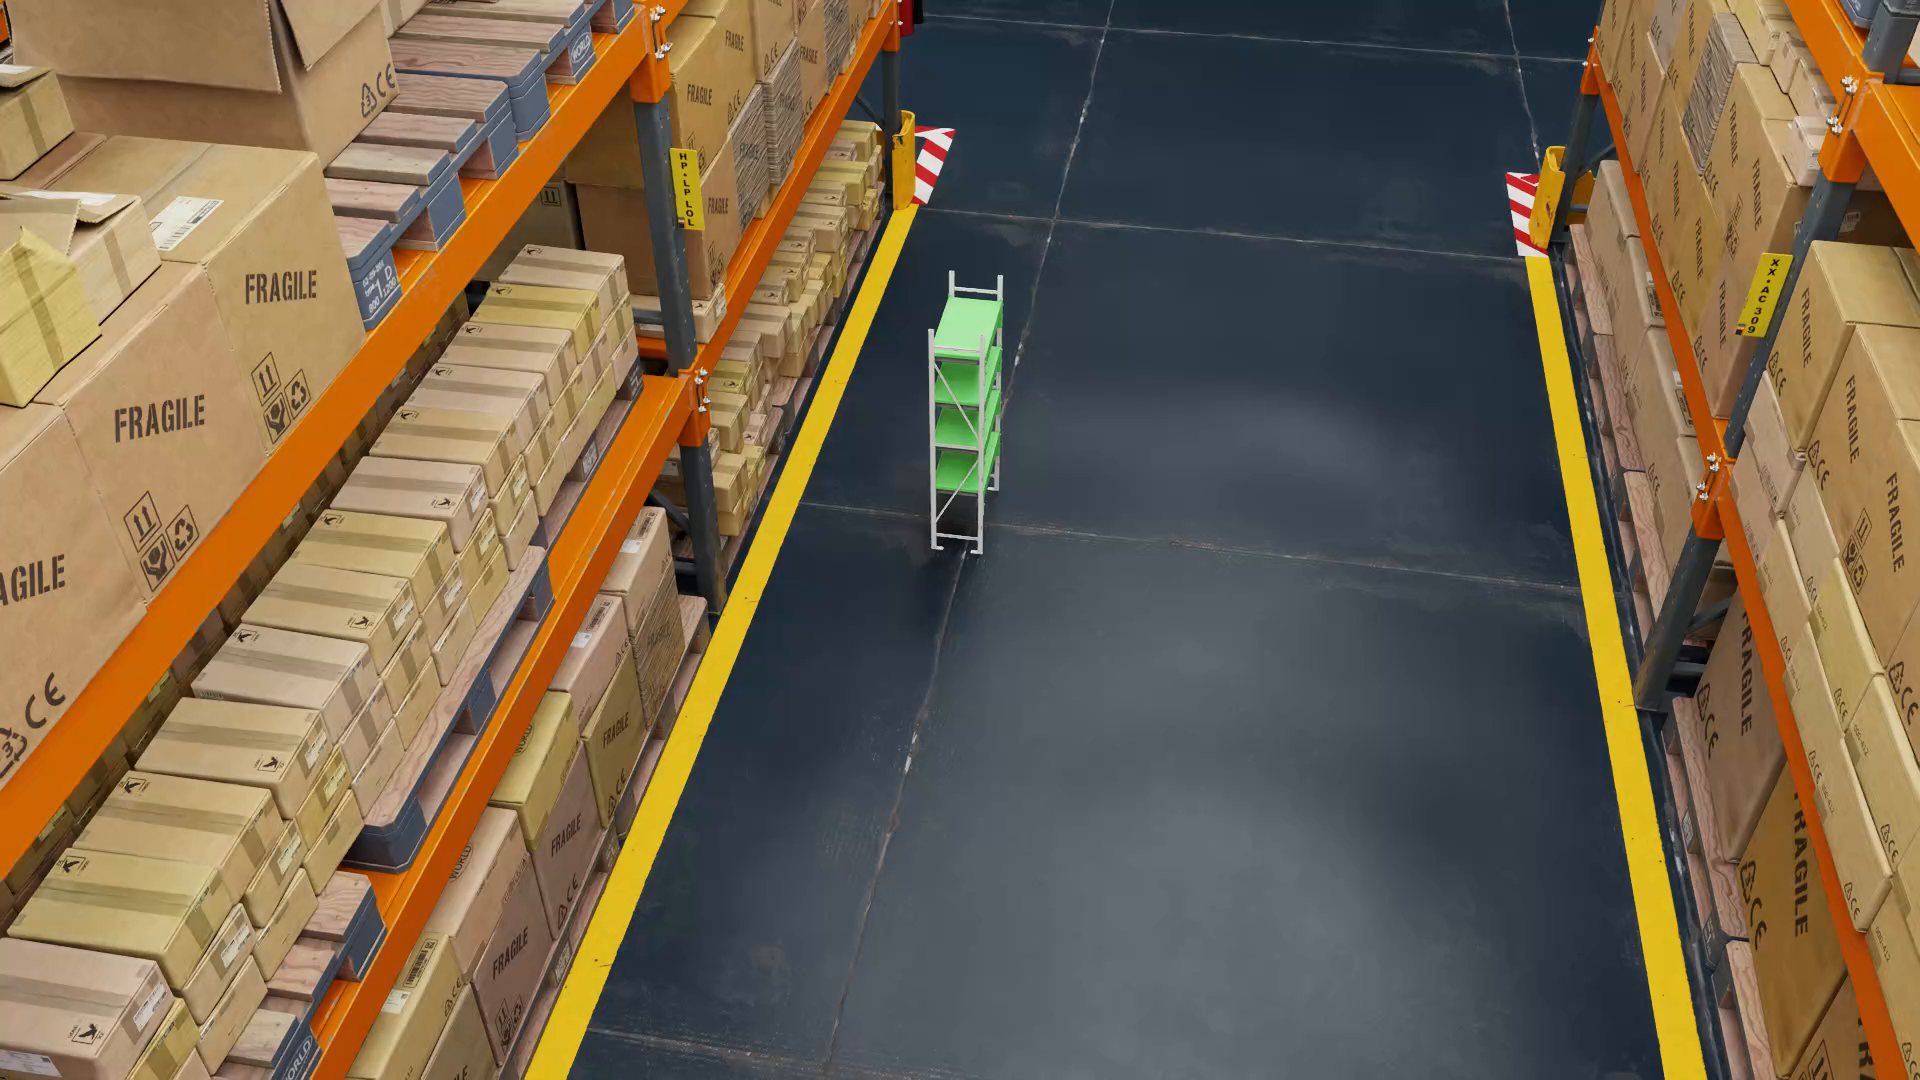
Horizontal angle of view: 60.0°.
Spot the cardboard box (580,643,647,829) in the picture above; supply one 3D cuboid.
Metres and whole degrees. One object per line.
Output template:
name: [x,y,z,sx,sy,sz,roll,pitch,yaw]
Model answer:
cardboard box: [-1.523,0.709,6.267,0.500,0.500,0.500,6,40,7]

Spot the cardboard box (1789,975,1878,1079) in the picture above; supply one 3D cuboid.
cardboard box: [3.006,1.759,4.703,0.875,0.875,0.875,7,40,8]

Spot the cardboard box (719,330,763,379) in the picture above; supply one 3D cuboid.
cardboard box: [-1.167,-0.889,8.009,0.380,0.149,0.250,5,40,7]

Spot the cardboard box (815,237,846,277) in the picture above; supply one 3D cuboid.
cardboard box: [-0.837,-1.579,9.077,0.380,0.149,0.250,7,40,8]

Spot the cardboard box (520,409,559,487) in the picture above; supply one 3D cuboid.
cardboard box: [-1.562,-0.322,5.516,0.380,0.149,0.250,5,40,6]

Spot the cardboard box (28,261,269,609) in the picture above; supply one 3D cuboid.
cardboard box: [-1.806,-0.235,3.344,0.500,0.500,0.500,6,40,8]

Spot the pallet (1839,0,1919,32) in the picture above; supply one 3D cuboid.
pallet: [3.490,-2.059,5.698,1.003,0.211,1.213,6,40,8]

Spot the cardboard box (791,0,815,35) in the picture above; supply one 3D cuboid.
cardboard box: [-0.954,-2.663,7.618,0.500,0.500,0.500,5,40,6]

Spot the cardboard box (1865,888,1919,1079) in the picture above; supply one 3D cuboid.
cardboard box: [2.654,1.161,4.206,0.500,0.250,0.500,6,40,7]

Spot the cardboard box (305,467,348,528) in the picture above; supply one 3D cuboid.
cardboard box: [-2.253,-0.127,5.514,0.380,0.149,0.250,5,40,6]

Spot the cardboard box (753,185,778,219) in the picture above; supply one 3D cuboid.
cardboard box: [-1.056,-1.616,7.645,0.380,0.149,0.250,7,40,8]

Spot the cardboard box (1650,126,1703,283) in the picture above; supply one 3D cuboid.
cardboard box: [3.323,-1.423,7.135,0.500,0.500,0.500,6,40,7]

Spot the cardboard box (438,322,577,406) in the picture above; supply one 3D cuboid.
cardboard box: [-1.524,-0.597,5.616,0.380,0.149,0.250,5,40,6]

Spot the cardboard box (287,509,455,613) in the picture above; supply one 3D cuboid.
cardboard box: [-1.703,0.059,4.822,0.380,0.149,0.250,6,40,7]

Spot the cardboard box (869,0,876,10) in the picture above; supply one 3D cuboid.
cardboard box: [-0.686,-3.260,9.124,0.500,0.500,0.500,7,40,9]

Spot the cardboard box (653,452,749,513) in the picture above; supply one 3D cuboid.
cardboard box: [-1.176,-0.277,7.502,0.380,0.149,0.250,8,40,10]

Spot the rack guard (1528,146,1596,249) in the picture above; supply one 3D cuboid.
rack guard: [4.035,-1.986,9.857,1.175,0.500,0.348,6,40,8]

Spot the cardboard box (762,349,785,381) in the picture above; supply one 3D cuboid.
cardboard box: [-1.094,-0.941,8.306,0.380,0.149,0.250,8,40,10]

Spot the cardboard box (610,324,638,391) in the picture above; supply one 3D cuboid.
cardboard box: [-1.428,-0.701,6.208,0.380,0.149,0.250,6,40,7]

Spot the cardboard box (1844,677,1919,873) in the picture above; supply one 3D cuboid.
cardboard box: [2.723,0.647,4.435,0.500,0.250,0.500,5,40,6]

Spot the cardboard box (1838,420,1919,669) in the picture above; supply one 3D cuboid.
cardboard box: [2.829,0.033,4.590,0.500,0.500,0.500,5,40,7]

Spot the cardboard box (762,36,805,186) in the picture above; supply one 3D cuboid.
cardboard box: [-1.019,-1.966,7.559,0.500,0.500,0.500,6,40,7]

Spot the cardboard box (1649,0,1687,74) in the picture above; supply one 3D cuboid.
cardboard box: [3.503,-2.440,7.581,0.500,0.500,0.500,6,40,7]

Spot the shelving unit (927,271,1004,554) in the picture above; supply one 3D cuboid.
shelving unit: [0.029,-0.566,7.590,0.258,1.200,0.503,6,40,8]

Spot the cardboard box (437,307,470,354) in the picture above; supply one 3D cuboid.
cardboard box: [-2.076,-0.775,6.298,0.380,0.149,0.250,5,40,6]

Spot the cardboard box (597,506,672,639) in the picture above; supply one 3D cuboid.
cardboard box: [-1.434,0.101,6.414,0.500,0.250,0.500,5,40,6]

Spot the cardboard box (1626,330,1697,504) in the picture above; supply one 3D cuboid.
cardboard box: [3.707,-0.543,7.831,0.875,0.438,0.875,5,40,6]

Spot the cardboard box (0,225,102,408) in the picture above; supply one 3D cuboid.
cardboard box: [-1.816,-0.433,2.983,0.396,0.266,0.258,6,40,8]

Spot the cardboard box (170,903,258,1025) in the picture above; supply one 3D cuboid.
cardboard box: [-1.920,0.972,3.951,0.380,0.149,0.250,8,40,10]

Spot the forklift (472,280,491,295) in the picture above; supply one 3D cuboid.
forklift: [-2.782,-1.932,7.883,1.130,2.935,3.031,4,40,5]

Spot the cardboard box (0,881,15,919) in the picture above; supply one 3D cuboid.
cardboard box: [-2.565,0.896,4.043,0.380,0.149,0.250,8,40,9]

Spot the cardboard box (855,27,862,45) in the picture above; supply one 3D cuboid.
cardboard box: [-0.749,-2.774,9.045,0.380,0.149,0.250,6,40,7]

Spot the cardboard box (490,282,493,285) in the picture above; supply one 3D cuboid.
cardboard box: [-1.798,-1.189,7.128,0.380,0.149,0.250,5,40,6]

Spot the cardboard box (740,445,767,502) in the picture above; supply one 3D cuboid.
cardboard box: [-1.129,-0.330,7.800,0.380,0.149,0.250,8,40,9]

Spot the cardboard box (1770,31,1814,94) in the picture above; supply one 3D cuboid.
cardboard box: [3.310,-1.796,6.293,0.380,0.149,0.250,6,40,7]

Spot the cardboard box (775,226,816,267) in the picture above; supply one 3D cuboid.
cardboard box: [-0.978,-1.538,8.794,0.380,0.149,0.250,5,40,6]

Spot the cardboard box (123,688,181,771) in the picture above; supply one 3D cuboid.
cardboard box: [-2.433,0.536,4.712,0.380,0.149,0.250,5,40,6]

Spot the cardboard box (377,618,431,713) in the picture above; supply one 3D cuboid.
cardboard box: [-1.744,0.334,4.723,0.380,0.149,0.250,6,40,7]

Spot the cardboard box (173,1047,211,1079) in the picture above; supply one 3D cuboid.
cardboard box: [-1.970,1.280,3.812,0.380,0.149,0.250,6,40,7]

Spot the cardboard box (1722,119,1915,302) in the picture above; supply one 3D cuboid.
cardboard box: [3.148,-1.175,6.051,0.500,0.500,0.500,6,40,7]

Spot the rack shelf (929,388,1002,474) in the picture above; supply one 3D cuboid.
rack shelf: [0.029,-0.517,7.631,0.258,0.148,0.480,6,40,8]

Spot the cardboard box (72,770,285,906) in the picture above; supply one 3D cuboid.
cardboard box: [-1.885,0.718,4.025,0.380,0.149,0.250,6,40,7]

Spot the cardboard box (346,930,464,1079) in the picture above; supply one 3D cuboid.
cardboard box: [-1.801,1.392,4.853,0.500,0.250,0.500,6,40,7]

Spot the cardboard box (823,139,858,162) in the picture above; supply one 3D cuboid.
cardboard box: [-0.804,-2.198,9.592,0.380,0.149,0.250,7,40,9]

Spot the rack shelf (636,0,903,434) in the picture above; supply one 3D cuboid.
rack shelf: [-1.208,-1.885,8.337,1.077,0.370,4.000,6,40,8]

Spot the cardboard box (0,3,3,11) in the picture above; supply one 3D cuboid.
cardboard box: [-5.642,-3.030,9.354,0.380,0.149,0.250,6,40,7]

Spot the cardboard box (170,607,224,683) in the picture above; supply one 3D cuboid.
cardboard box: [-2.388,0.254,4.820,0.380,0.149,0.250,7,40,9]

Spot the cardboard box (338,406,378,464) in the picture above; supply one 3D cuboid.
cardboard box: [-2.207,-0.402,5.613,0.380,0.149,0.250,5,40,6]

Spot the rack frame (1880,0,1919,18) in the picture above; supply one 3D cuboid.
rack frame: [3.339,-2.736,4.094,1.000,3.000,0.127,6,40,8]

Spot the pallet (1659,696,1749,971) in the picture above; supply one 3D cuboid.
pallet: [3.279,1.143,6.299,1.003,0.211,1.213,6,40,8]

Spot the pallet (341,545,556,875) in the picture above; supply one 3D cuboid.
pallet: [-1.944,0.431,5.122,1.003,0.211,1.213,6,40,8]

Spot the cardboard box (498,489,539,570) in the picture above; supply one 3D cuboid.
cardboard box: [-1.604,-0.049,5.420,0.380,0.149,0.250,5,40,6]

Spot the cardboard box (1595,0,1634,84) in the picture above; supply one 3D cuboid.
cardboard box: [3.665,-2.704,8.684,0.500,0.500,0.500,6,40,7]

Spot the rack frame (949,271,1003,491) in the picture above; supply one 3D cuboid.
rack frame: [0.071,-0.719,7.775,0.240,1.200,0.015,6,40,8]

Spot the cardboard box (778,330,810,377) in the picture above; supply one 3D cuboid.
cardboard box: [-0.990,-0.982,8.588,0.380,0.149,0.250,5,40,6]

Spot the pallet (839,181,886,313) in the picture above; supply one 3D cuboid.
pallet: [-1.051,-1.789,9.845,1.003,0.211,1.213,6,40,8]

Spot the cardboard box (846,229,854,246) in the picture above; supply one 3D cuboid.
cardboard box: [-0.823,-1.798,9.575,0.380,0.149,0.250,6,40,7]

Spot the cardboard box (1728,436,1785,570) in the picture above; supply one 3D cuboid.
cardboard box: [3.002,-0.120,5.755,0.500,0.250,0.500,6,40,7]

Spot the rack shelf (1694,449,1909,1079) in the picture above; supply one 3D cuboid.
rack shelf: [2.992,1.108,4.717,1.077,0.370,4.000,6,40,8]

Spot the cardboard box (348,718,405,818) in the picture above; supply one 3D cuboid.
cardboard box: [-1.789,0.605,4.628,0.380,0.149,0.250,8,40,9]
